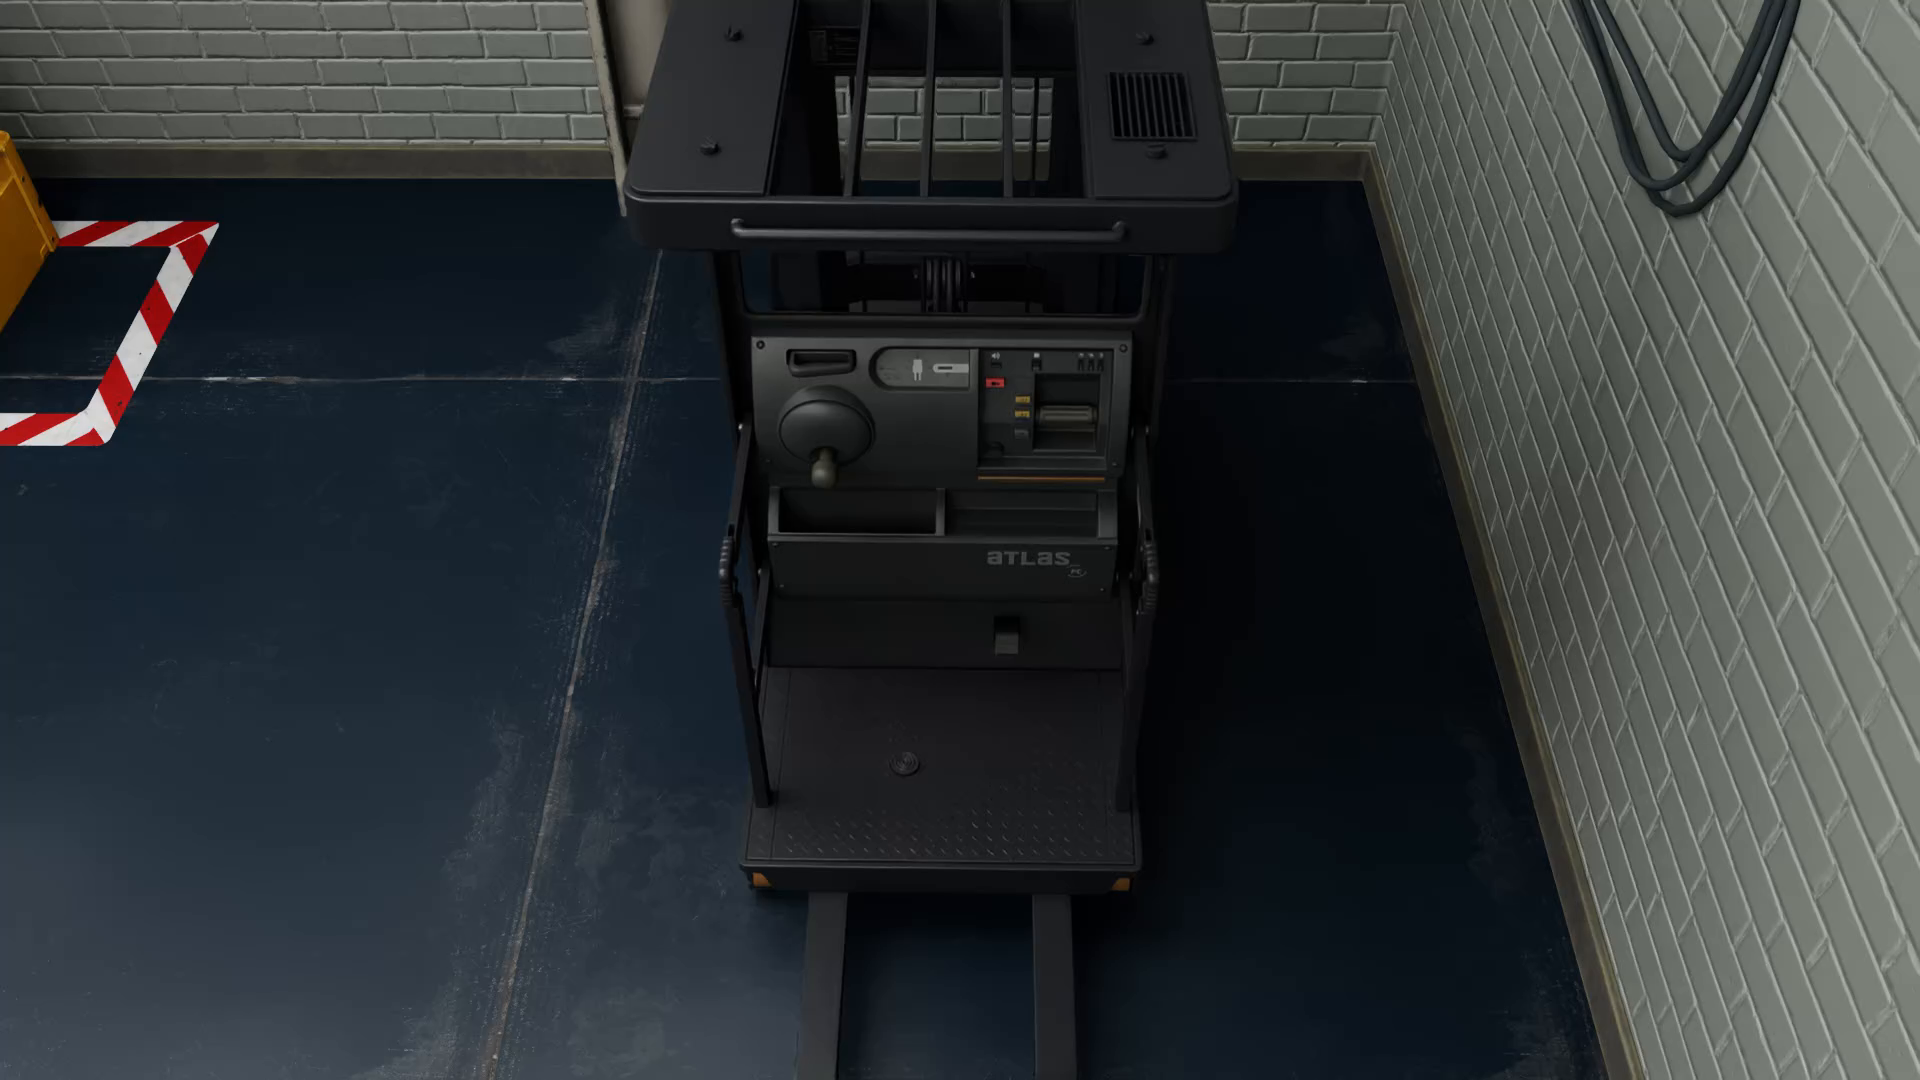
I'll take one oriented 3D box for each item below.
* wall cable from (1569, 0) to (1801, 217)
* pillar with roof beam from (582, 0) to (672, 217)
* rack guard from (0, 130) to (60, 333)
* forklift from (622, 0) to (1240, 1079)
[{"bbox_3d":[1.720,-2.582,4.127,0.112,2.526,3.097,0,47,0],"label":"wall cable"},{"bbox_3d":[-1.247,-1.392,0.898,0.400,9.000,9.100,0,47,0],"label":"pillar with roof beam"},{"bbox_3d":[-3.911,-1.022,6.359,0.348,0.500,1.175,0,47,0],"label":"rack guard"},{"bbox_3d":[-0.046,-0.226,3.958,1.130,2.935,3.031,1,47,1],"label":"forklift"}]
